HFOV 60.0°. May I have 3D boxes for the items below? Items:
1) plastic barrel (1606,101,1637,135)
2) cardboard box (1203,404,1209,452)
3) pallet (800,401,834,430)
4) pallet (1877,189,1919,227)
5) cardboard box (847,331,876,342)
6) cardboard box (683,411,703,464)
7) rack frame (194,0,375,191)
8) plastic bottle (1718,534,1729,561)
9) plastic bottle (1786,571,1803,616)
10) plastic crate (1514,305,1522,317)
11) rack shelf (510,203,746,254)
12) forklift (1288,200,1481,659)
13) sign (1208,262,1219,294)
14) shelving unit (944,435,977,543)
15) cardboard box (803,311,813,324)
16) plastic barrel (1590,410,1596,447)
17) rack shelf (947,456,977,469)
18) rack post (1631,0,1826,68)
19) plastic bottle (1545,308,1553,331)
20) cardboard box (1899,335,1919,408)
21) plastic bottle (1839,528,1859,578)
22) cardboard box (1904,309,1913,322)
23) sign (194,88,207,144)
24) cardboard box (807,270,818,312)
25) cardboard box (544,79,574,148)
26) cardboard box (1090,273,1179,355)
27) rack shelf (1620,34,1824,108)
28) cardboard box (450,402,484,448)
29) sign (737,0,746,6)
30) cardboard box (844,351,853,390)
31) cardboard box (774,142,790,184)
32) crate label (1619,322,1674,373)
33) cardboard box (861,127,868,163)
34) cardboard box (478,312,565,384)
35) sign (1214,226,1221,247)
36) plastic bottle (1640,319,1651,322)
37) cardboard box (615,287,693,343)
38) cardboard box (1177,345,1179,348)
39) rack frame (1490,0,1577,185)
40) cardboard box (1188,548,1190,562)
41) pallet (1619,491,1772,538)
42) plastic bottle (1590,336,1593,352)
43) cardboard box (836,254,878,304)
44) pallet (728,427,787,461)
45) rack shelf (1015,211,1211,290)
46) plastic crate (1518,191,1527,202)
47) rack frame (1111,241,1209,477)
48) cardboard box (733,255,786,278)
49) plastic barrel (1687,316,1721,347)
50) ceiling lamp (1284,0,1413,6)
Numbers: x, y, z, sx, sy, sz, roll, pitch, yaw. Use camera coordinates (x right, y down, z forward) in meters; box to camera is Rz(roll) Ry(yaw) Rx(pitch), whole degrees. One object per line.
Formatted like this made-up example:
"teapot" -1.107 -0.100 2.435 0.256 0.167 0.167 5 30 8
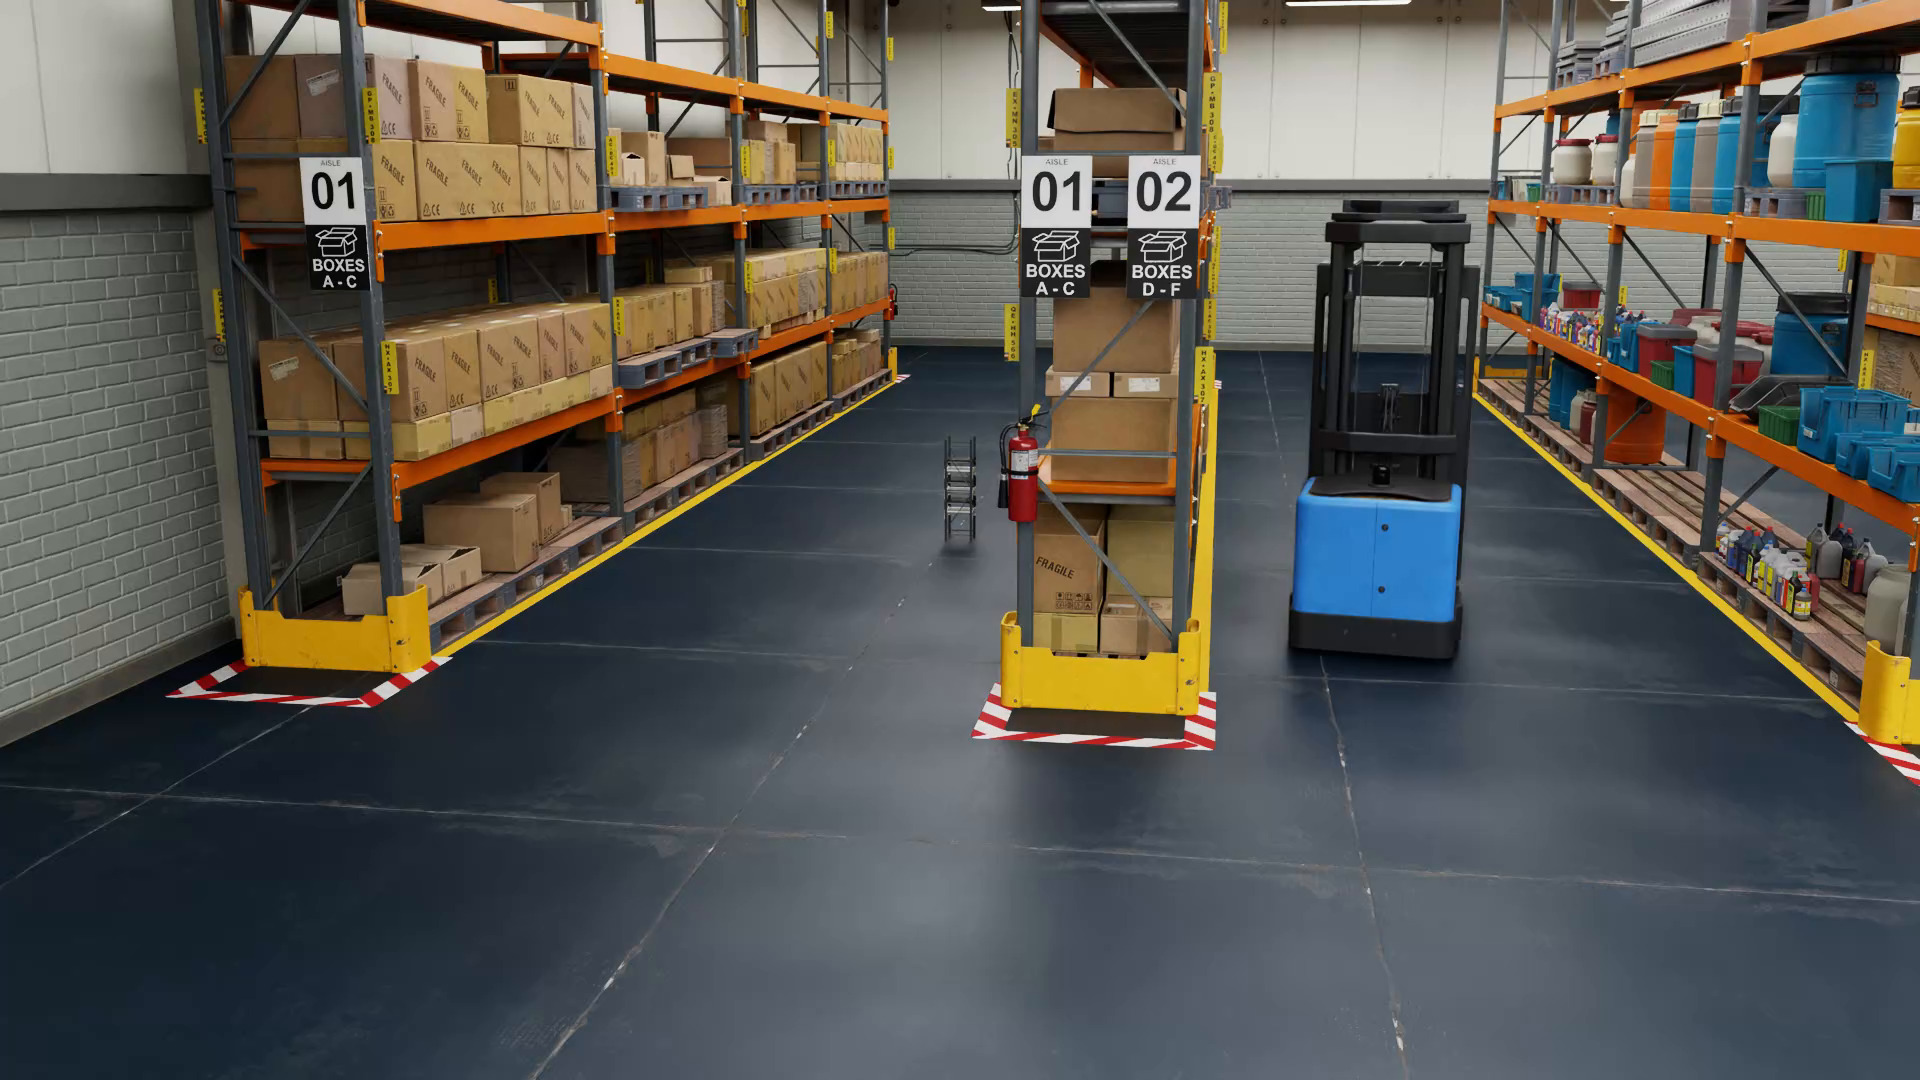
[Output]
"plastic barrel" 7.471 -4.390 18.437 0.600 0.901 0.708 2 12 9
"cardboard box" 2.425 -1.241 18.020 0.500 0.500 0.500 2 12 11
"pallet" -2.251 -1.628 21.548 1.003 0.211 1.213 2 12 9
"pallet" 5.960 -1.879 9.419 1.003 0.211 1.213 2 12 9
"cardboard box" -1.479 -3.053 24.936 0.380 0.149 0.250 2 12 10
"cardboard box" -3.076 -1.060 17.181 0.700 0.500 0.500 2 12 9
"rack frame" -4.053 -3.589 9.788 1.000 3.000 0.127 2 12 9
"plastic bottle" 5.854 0.058 12.703 0.097 0.201 0.097 0 12 0
"plastic bottle" 5.586 0.356 11.126 0.061 0.283 0.133 2 12 10
"plastic crate" 7.489 -2.970 21.666 0.437 0.125 0.590 2 12 9
"rack shelf" -3.130 -3.020 15.975 1.077 0.370 4.000 2 12 9
"forklift" 3.082 -0.933 11.867 1.130 2.935 3.031 4 13 17
"sign" 2.622 -2.711 17.204 0.100 0.325 0.005 2 12 9
"shelving unit" 0.001 -0.442 14.406 0.258 0.900 0.210 2 12 9
"cardboard box" -2.062 -2.799 20.911 0.380 0.149 0.250 2 12 9
"plastic barrel" 7.024 -1.213 17.910 0.421 0.512 0.421 0 12 0
"rack shelf" 0.001 -0.673 14.357 0.258 0.077 0.200 2 12 9
"rack post" 6.570 -4.611 14.056 1.013 1.000 3.121 2 12 9
"plastic bottle" 7.069 -2.636 19.908 0.097 0.271 0.097 0 12 0
"cardboard box" 12.795 -2.162 21.451 0.875 0.875 0.875 2 12 9
"plastic bottle" 6.508 0.095 12.176 0.144 0.351 0.185 1 12 6
"cardboard box" 12.397 -2.892 21.388 0.380 0.149 0.250 2 12 8
"sign" -4.598 -2.578 10.113 0.100 0.325 0.005 2 12 9
"cardboard box" -2.098 -3.148 20.989 0.500 0.500 0.500 2 12 9
"cardboard box" -3.321 -3.275 12.791 0.500 0.500 0.500 3 12 12
"cardboard box" 1.088 -1.502 11.027 0.700 0.500 0.500 2 12 9
"rack shelf" 6.659 -3.970 14.212 1.077 0.370 4.000 2 12 9
"cardboard box" -3.598 -0.793 11.361 0.500 0.250 0.500 1 12 7
"sign" -2.285 -5.734 17.336 0.100 0.325 0.005 2 12 9
"cardboard box" -1.910 -2.395 23.422 0.700 0.500 0.500 2 12 8
"cardboard box" -2.473 -4.587 20.257 0.700 0.500 0.500 2 12 8
"crate label" 6.547 -1.820 15.735 0.502 0.435 0.616 2 12 9
"cardboard box" -1.595 -5.627 23.706 0.500 0.500 0.500 1 12 6
"cardboard box" -3.364 -1.475 12.747 0.500 0.500 0.500 2 12 7
"sign" 3.849 -4.526 24.875 0.100 0.325 0.005 2 12 9
"plastic bottle" 7.566 -2.309 18.380 0.152 0.276 0.135 2 12 9
"cardboard box" -3.054 -2.228 16.428 0.700 0.500 0.500 2 12 9
"cardboard box" 1.353 -1.257 11.431 0.380 0.149 0.250 2 12 9
"rack frame" 8.197 -6.599 23.753 1.000 3.000 0.127 2 12 9
"cardboard box" 1.378 -0.141 11.778 0.500 0.500 0.500 2 12 9
"pallet" 6.619 -0.225 15.034 1.003 0.211 1.213 2 12 9
"plastic bottle" 6.679 -2.073 17.465 0.097 0.201 0.097 0 12 0
"cardboard box" -1.761 -3.876 24.645 0.980 0.700 0.700 2 12 8
"pallet" -2.627 -1.120 19.191 1.003 0.211 1.213 2 12 9
"rack shelf" 1.150 -2.028 11.370 1.077 0.370 4.000 2 12 9
"plastic crate" 7.402 -4.448 21.519 0.293 0.136 0.466 2 12 9
"rack frame" 2.073 -2.162 17.406 1.000 3.000 0.127 2 12 9
"cardboard box" -2.343 -3.195 19.427 0.500 0.250 0.500 2 12 9
"plastic barrel" 7.020 -1.834 15.620 0.421 0.512 0.421 0 12 0
"ceiling lamp" 6.188 -10.091 26.099 2.000 3.185 0.800 2 12 9
